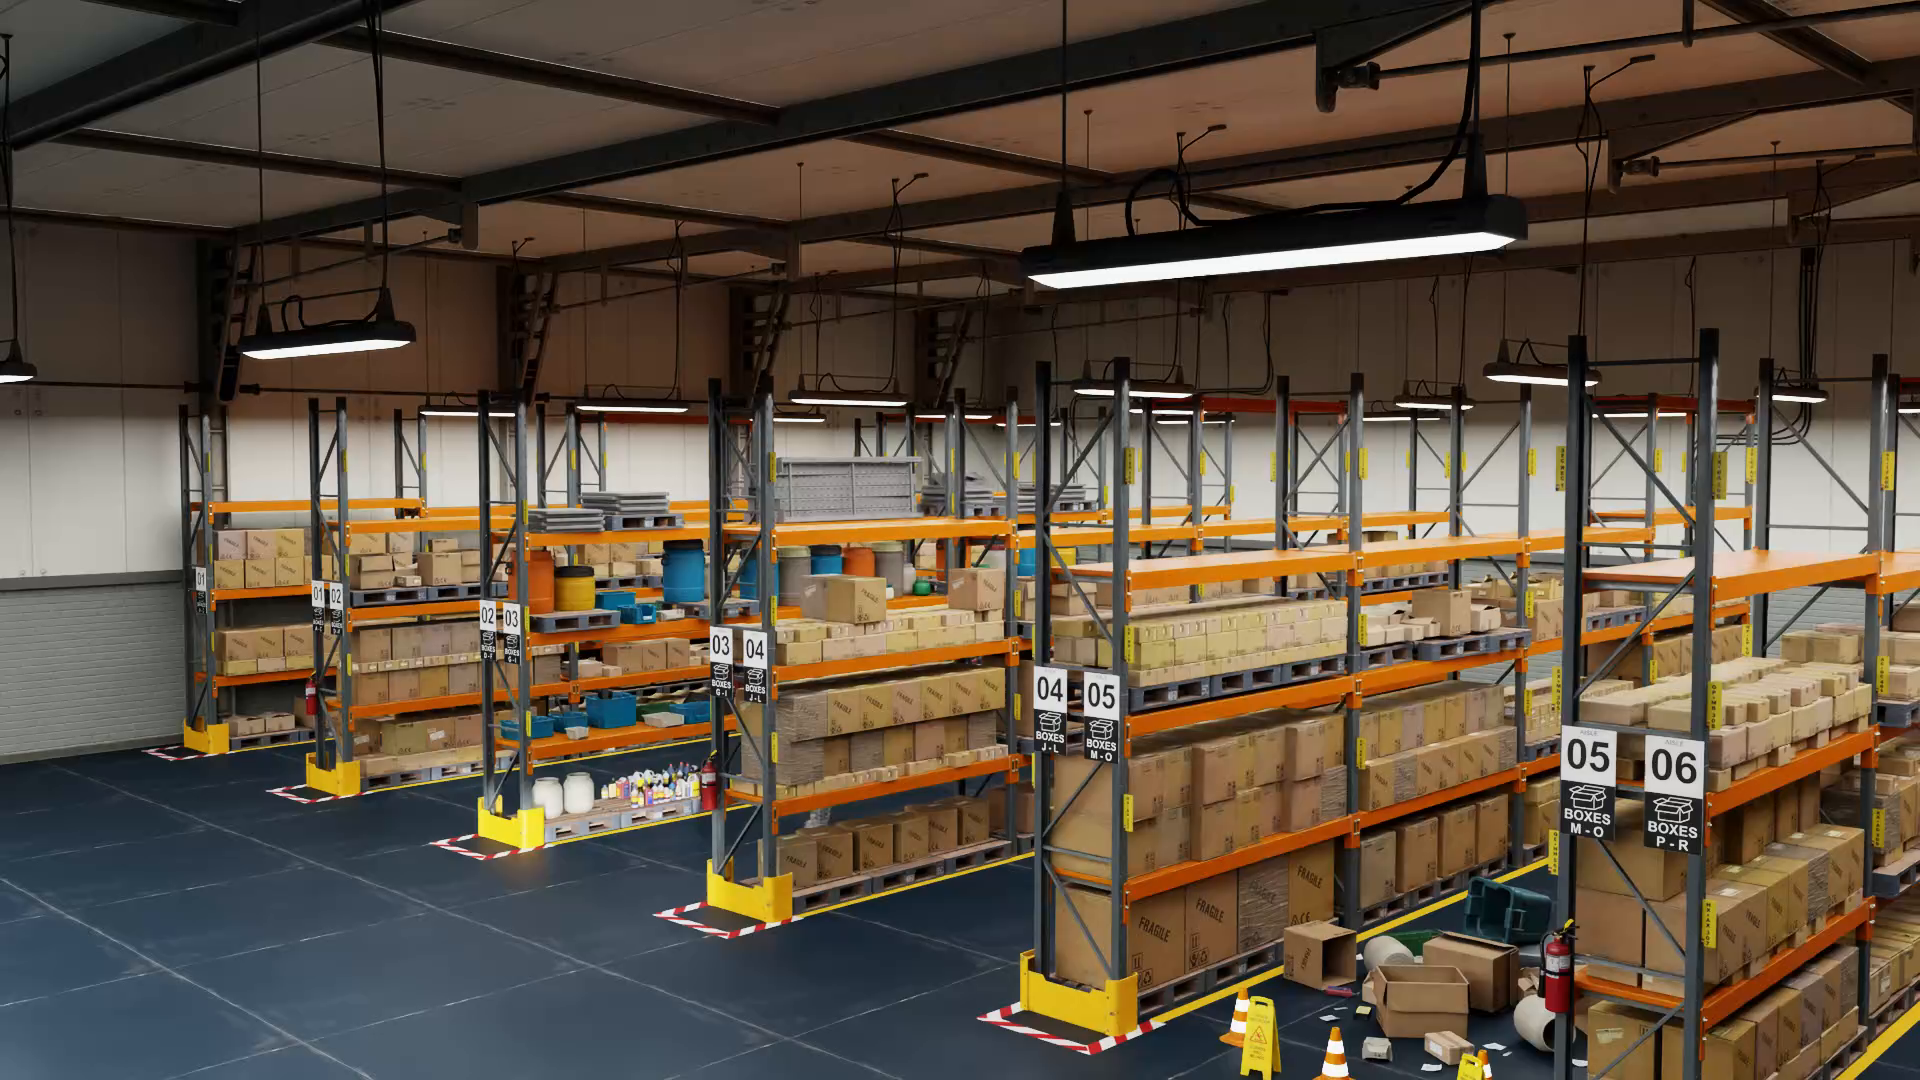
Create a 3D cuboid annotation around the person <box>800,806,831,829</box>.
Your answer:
[{"bbox_3d":[-1.933,3.072,22.928,0.390,1.827,0.633,2,3,27],"label":"person"}]
